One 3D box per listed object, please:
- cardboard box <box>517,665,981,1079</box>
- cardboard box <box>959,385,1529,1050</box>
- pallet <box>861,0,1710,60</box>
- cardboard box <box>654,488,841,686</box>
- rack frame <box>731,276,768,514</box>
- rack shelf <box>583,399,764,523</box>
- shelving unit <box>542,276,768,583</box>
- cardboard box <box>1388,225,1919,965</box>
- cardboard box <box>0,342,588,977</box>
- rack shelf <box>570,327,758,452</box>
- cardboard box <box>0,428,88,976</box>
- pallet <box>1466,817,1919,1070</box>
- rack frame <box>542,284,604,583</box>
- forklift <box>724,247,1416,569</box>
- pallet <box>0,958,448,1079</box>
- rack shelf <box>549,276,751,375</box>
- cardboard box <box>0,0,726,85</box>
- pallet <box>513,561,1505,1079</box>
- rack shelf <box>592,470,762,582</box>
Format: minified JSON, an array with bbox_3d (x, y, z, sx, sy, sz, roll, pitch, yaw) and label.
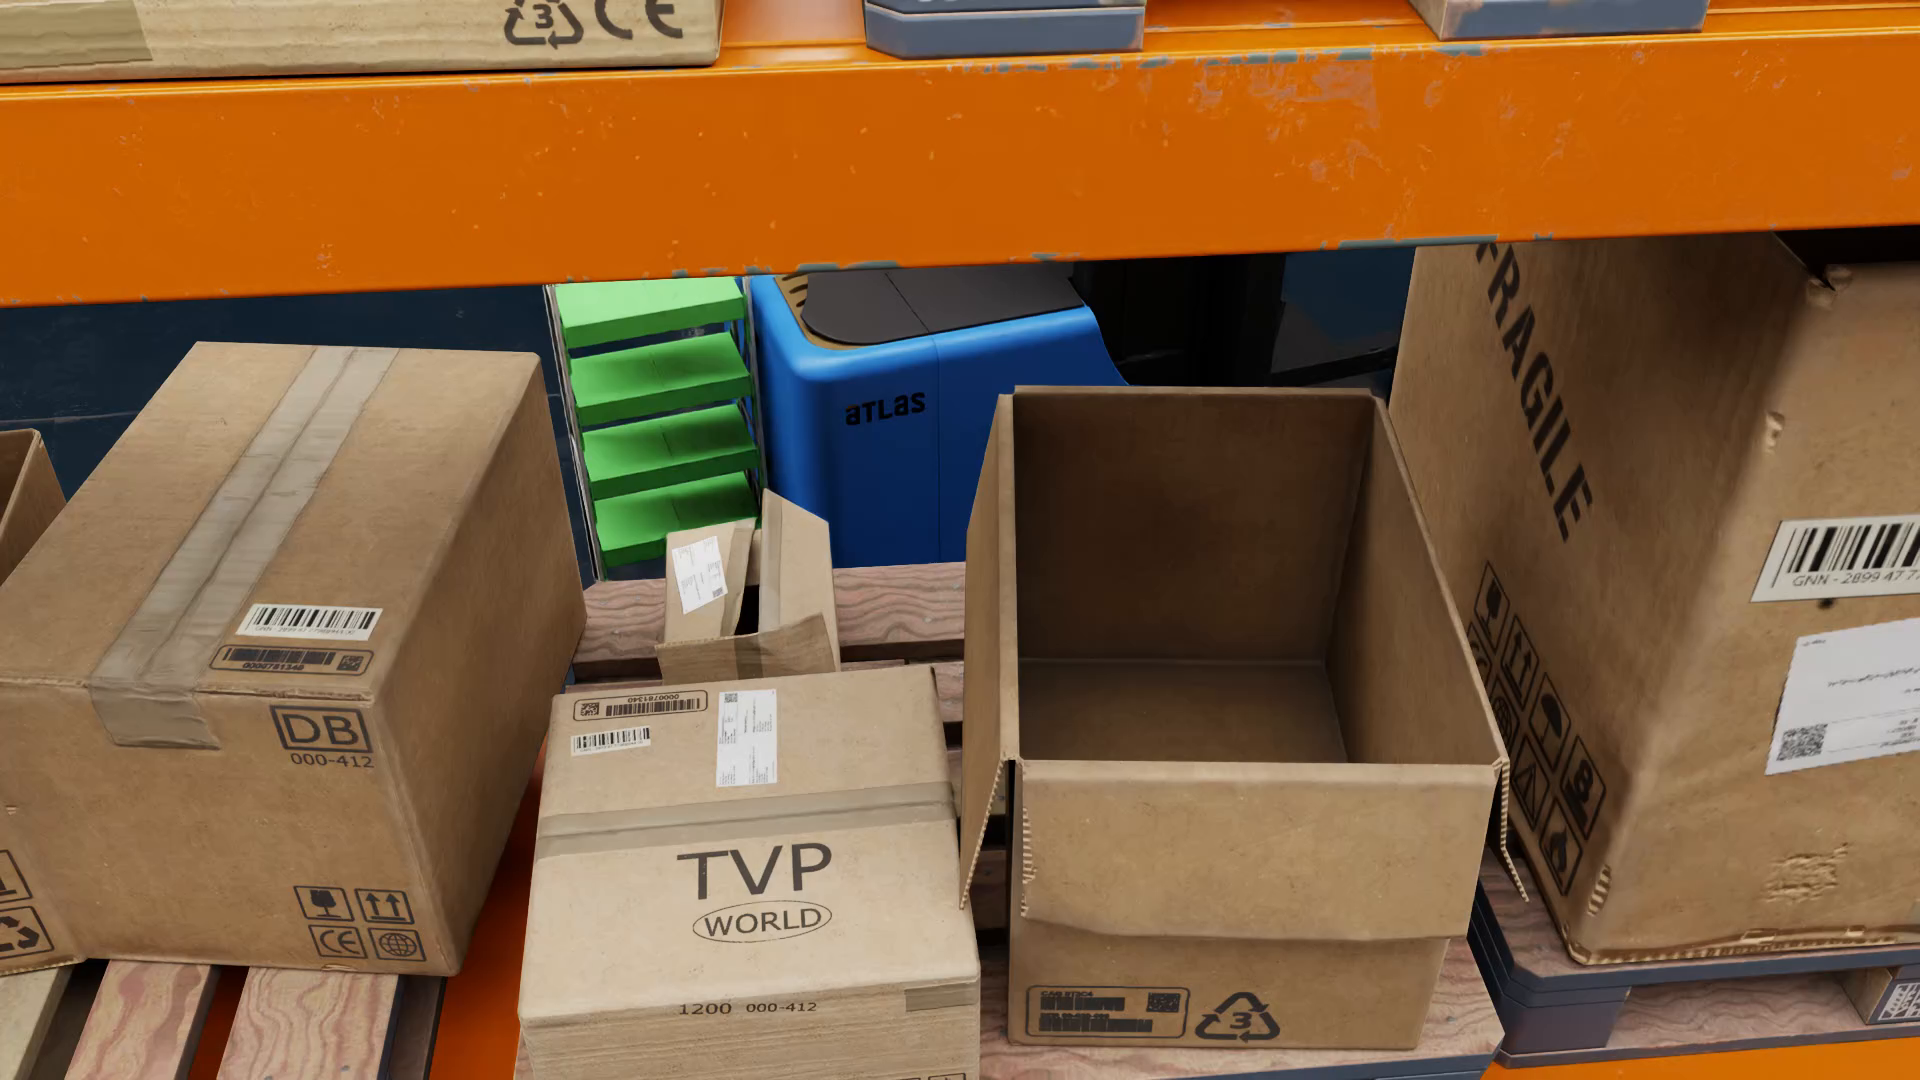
[{"bbox_3d":[-0.254,0.430,2.065,0.500,0.250,0.500,-4,38,-5],"label":"cardboard box"},{"bbox_3d":[0.322,0.214,2.135,0.637,0.503,0.797,1,38,1],"label":"cardboard box"},{"bbox_3d":[0.383,-0.810,1.585,1.003,0.211,1.213,-3,38,-4],"label":"pallet"},{"bbox_3d":[-0.307,0.116,2.451,0.258,0.266,0.396,-4,38,-5],"label":"cardboard box"},{"bbox_3d":[-0.588,-0.326,4.694,0.015,1.200,0.240,-12,40,-15],"label":"rack frame"},{"bbox_3d":[-0.818,-0.225,4.670,0.480,0.148,0.258,-12,40,-15],"label":"rack shelf"},{"bbox_3d":[-0.818,-0.275,4.630,0.503,1.200,0.258,-12,40,-15],"label":"shelving unit"},{"bbox_3d":[1.237,-0.176,2.229,1.000,1.000,1.000,-3,38,-4],"label":"cardboard box"},{"bbox_3d":[-0.862,0.136,2.237,0.500,0.500,0.700,2,38,3],"label":"cardboard box"},{"bbox_3d":[-0.818,-0.414,4.521,0.480,0.148,0.258,-12,40,-15],"label":"rack shelf"},{"bbox_3d":[-1.410,0.228,2.120,0.500,0.500,0.500,-8,39,-10],"label":"cardboard box"},{"bbox_3d":[1.266,0.294,2.610,1.213,0.211,1.003,-3,38,-4],"label":"pallet"},{"bbox_3d":[-1.048,-0.225,4.566,0.015,1.200,0.240,-12,40,-15],"label":"rack frame"},{"bbox_3d":[0.853,-1.324,4.562,3.031,2.935,1.130,-12,40,-15],"label":"forklift"},{"bbox_3d":[-1.243,0.457,2.404,1.003,0.211,1.213,-3,38,-4],"label":"pallet"},{"bbox_3d":[-0.818,-0.602,4.373,0.480,0.148,0.258,-12,40,-15],"label":"rack shelf"},{"bbox_3d":[-0.431,-0.563,1.242,0.500,0.250,0.500,-2,38,-3],"label":"cardboard box"},{"bbox_3d":[0.024,0.428,2.441,1.213,0.211,1.003,-3,38,-4],"label":"pallet"},{"bbox_3d":[-0.818,-0.037,4.819,0.480,0.148,0.258,-12,40,-15],"label":"rack shelf"}]
